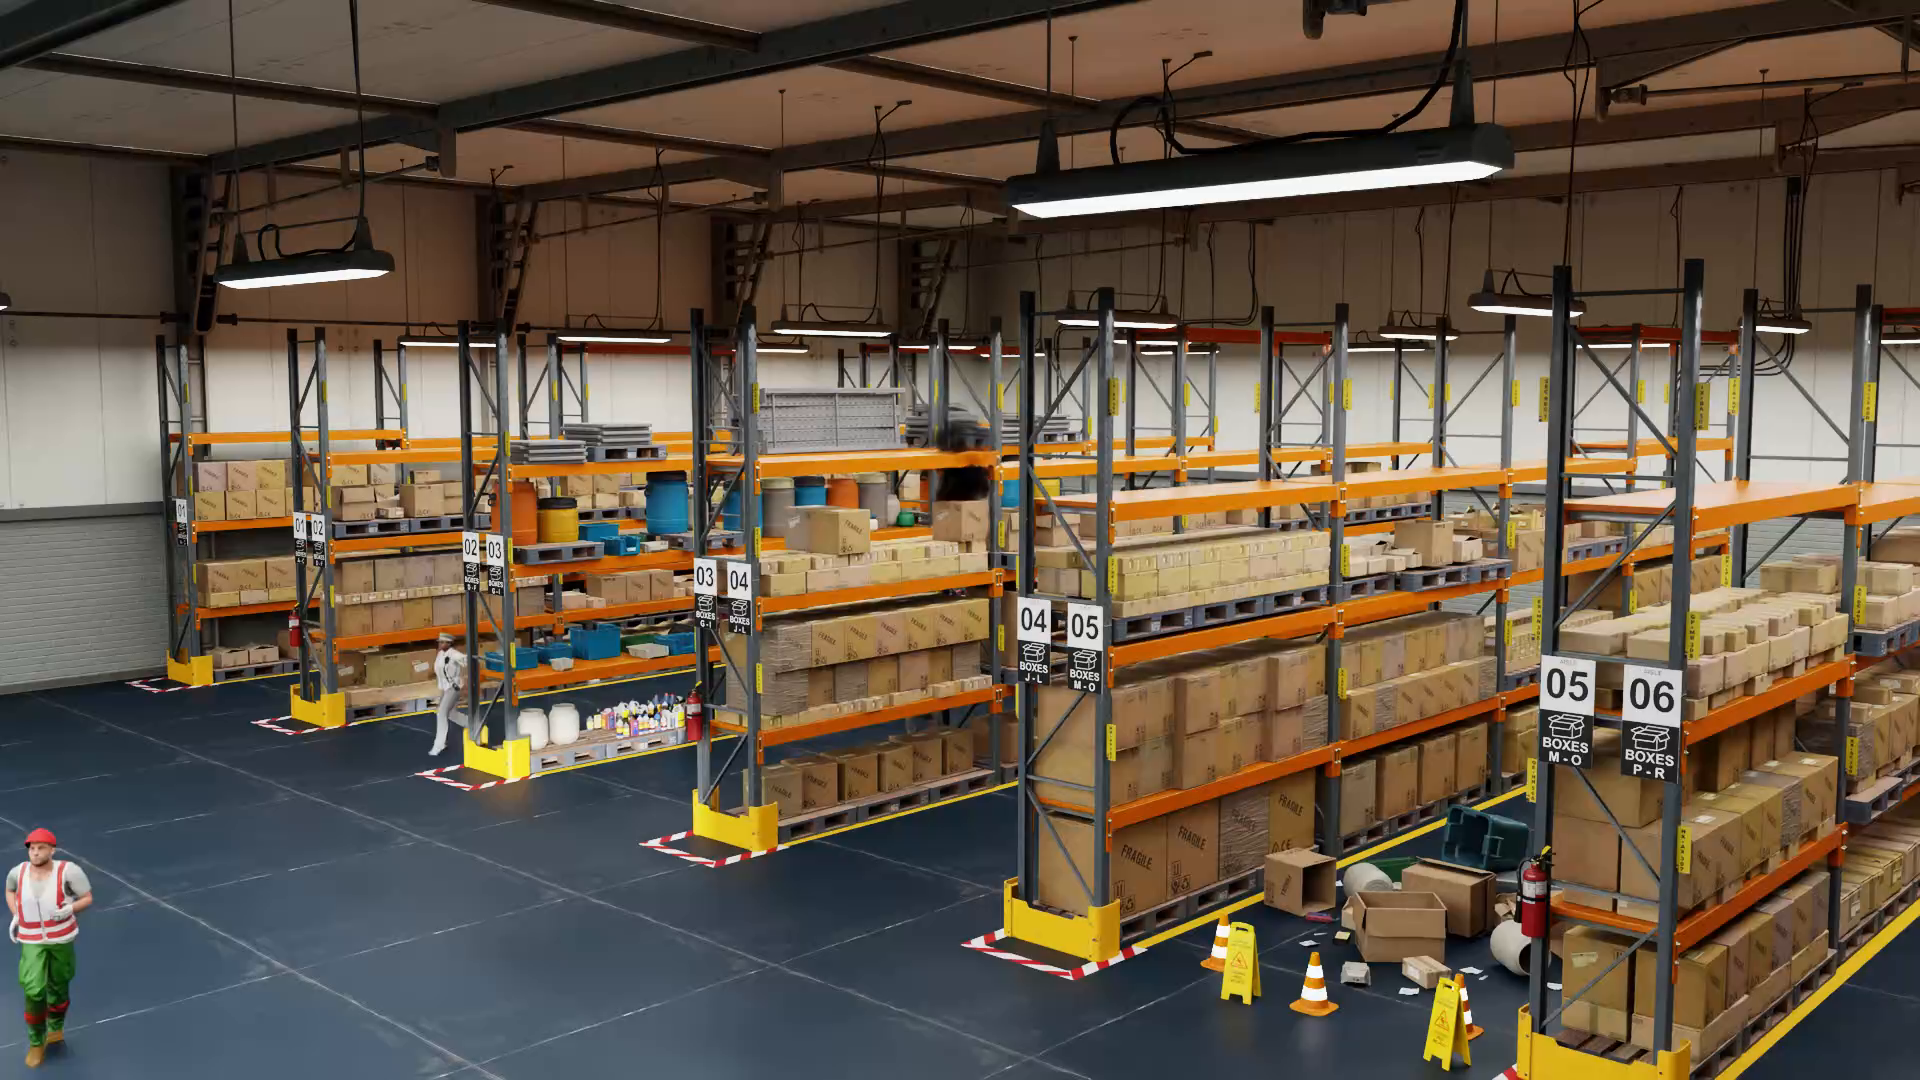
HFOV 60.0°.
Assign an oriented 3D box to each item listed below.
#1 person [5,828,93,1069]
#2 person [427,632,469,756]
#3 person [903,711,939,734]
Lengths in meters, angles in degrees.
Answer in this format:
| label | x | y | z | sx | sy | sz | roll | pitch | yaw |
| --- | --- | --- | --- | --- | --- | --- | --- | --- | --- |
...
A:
| label | x | y | z | sx | sy | sz | roll | pitch | yaw |
| --- | --- | --- | --- | --- | --- | --- | --- | --- | --- |
| person | -6.960 | 3.100 | 12.713 | 0.616 | 1.833 | 0.746 | -2 | 6 | -23 |
| person | -7.172 | 2.131 | 23.475 | 0.587 | 1.716 | 0.903 | 5 | 7 | 44 |
| person | -0.593 | 2.041 | 24.153 | 0.687 | 1.733 | 0.641 | 4 | 7 | 39 |
